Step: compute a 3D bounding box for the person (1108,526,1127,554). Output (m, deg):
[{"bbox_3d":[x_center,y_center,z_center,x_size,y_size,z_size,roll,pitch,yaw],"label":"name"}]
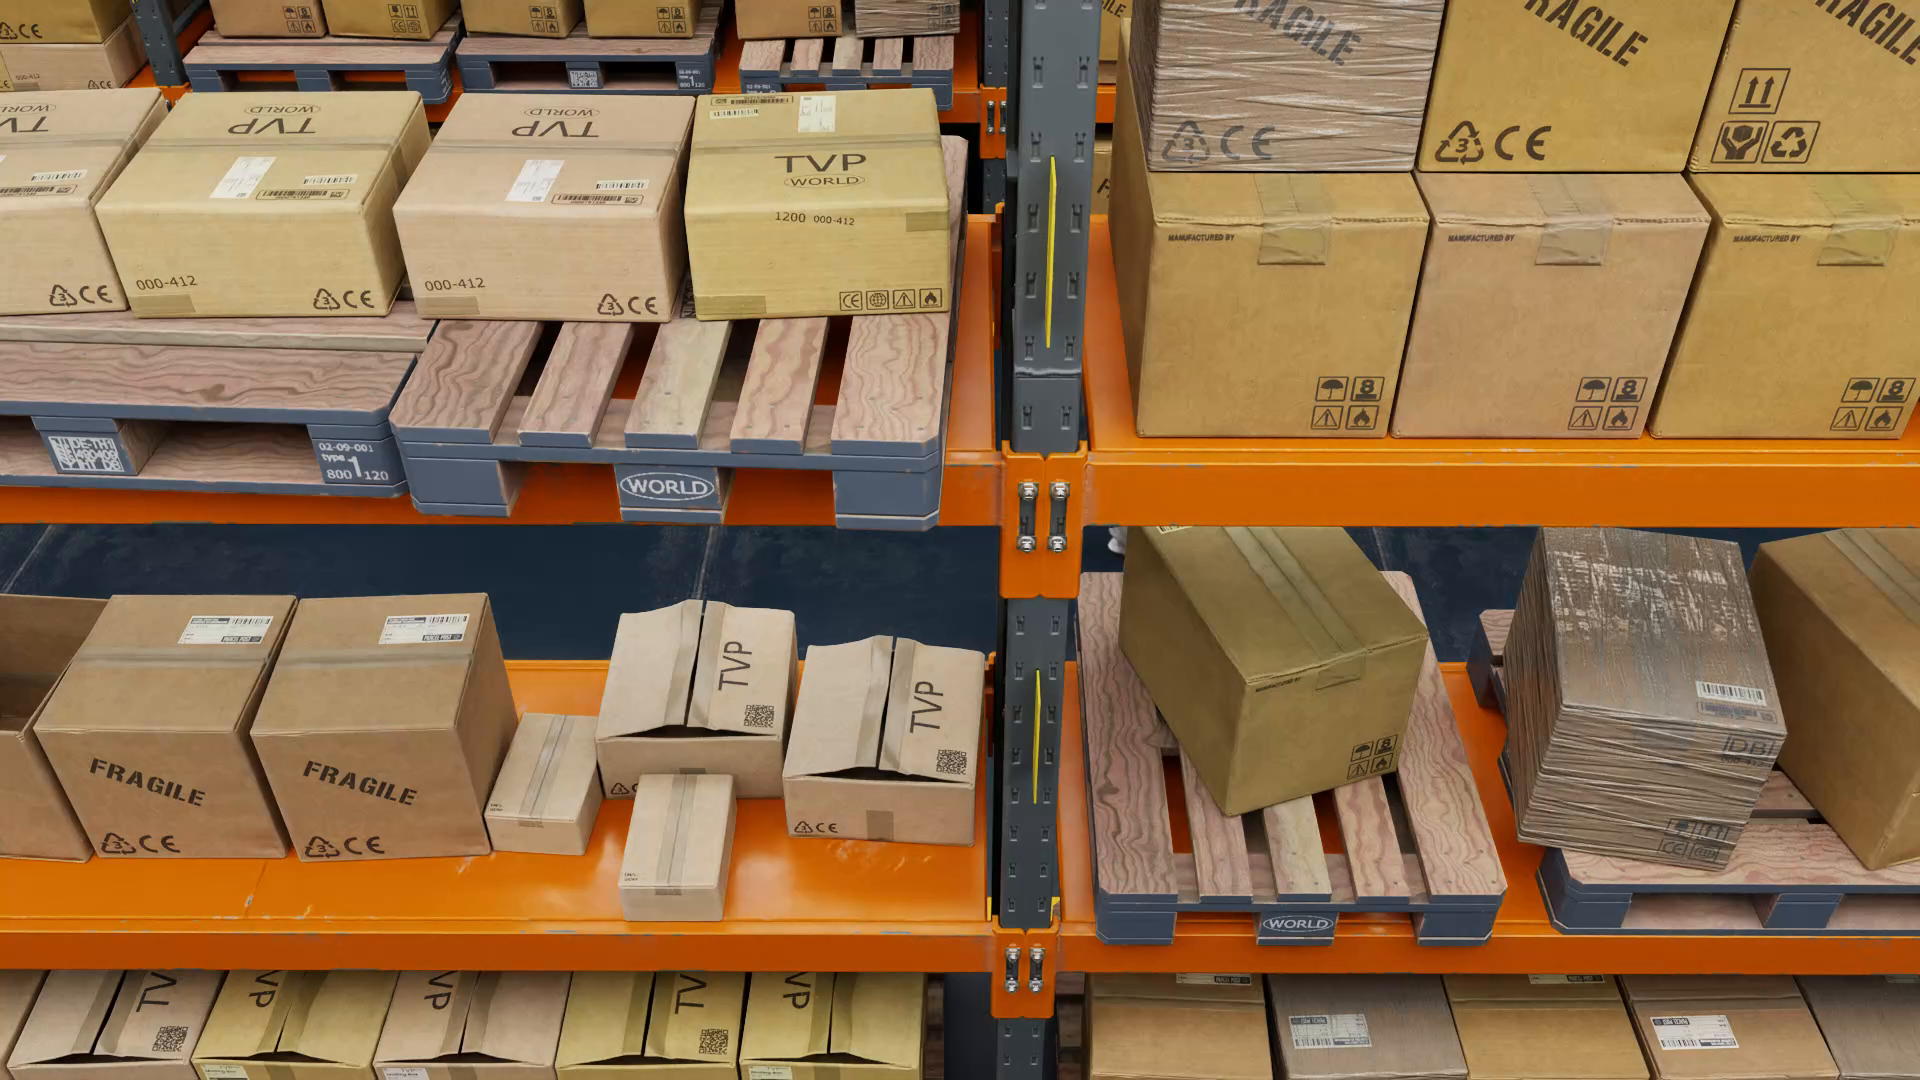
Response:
[{"bbox_3d":[1.034,-0.570,6.822,0.762,1.661,0.475,-4,40,-5],"label":"person"}]
